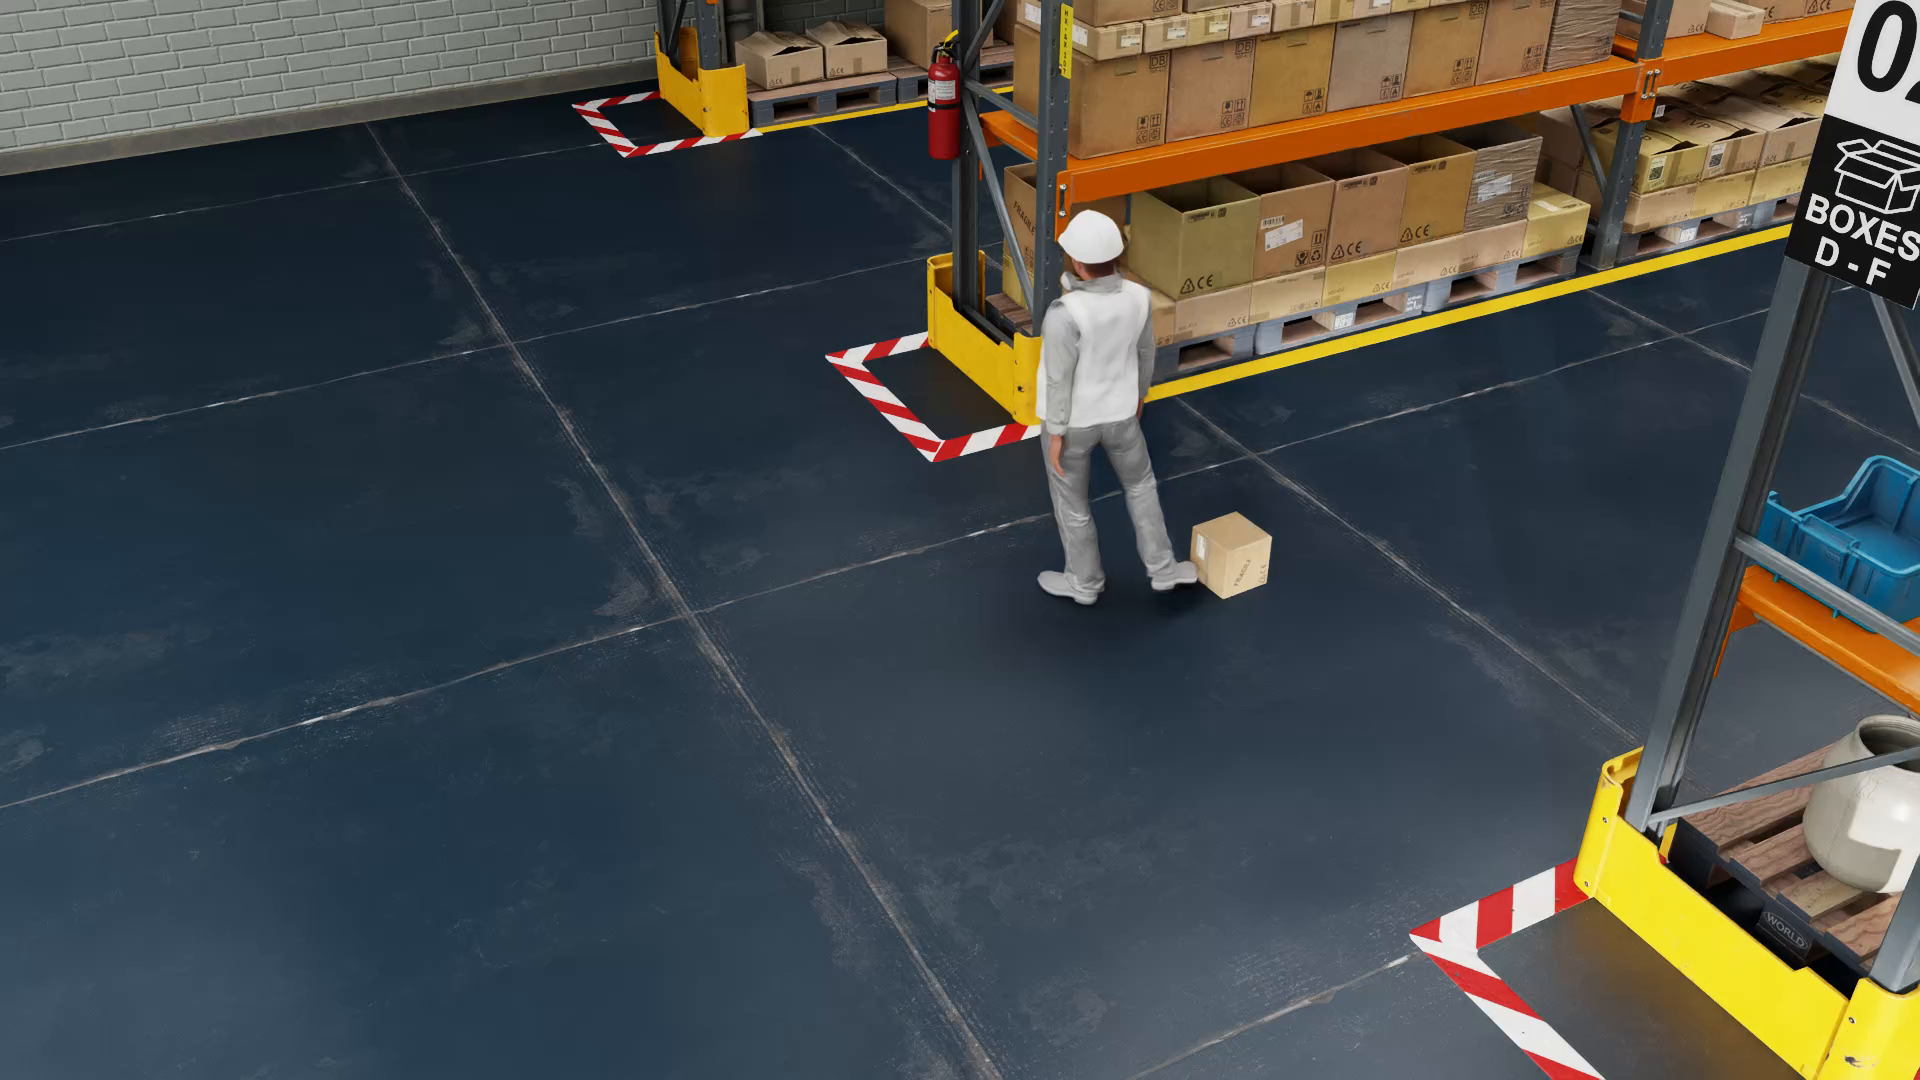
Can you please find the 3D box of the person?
[{"bbox_3d":[0.667,-0.523,6.921,0.727,1.765,0.524,-16,36,-23],"label":"person"}]
